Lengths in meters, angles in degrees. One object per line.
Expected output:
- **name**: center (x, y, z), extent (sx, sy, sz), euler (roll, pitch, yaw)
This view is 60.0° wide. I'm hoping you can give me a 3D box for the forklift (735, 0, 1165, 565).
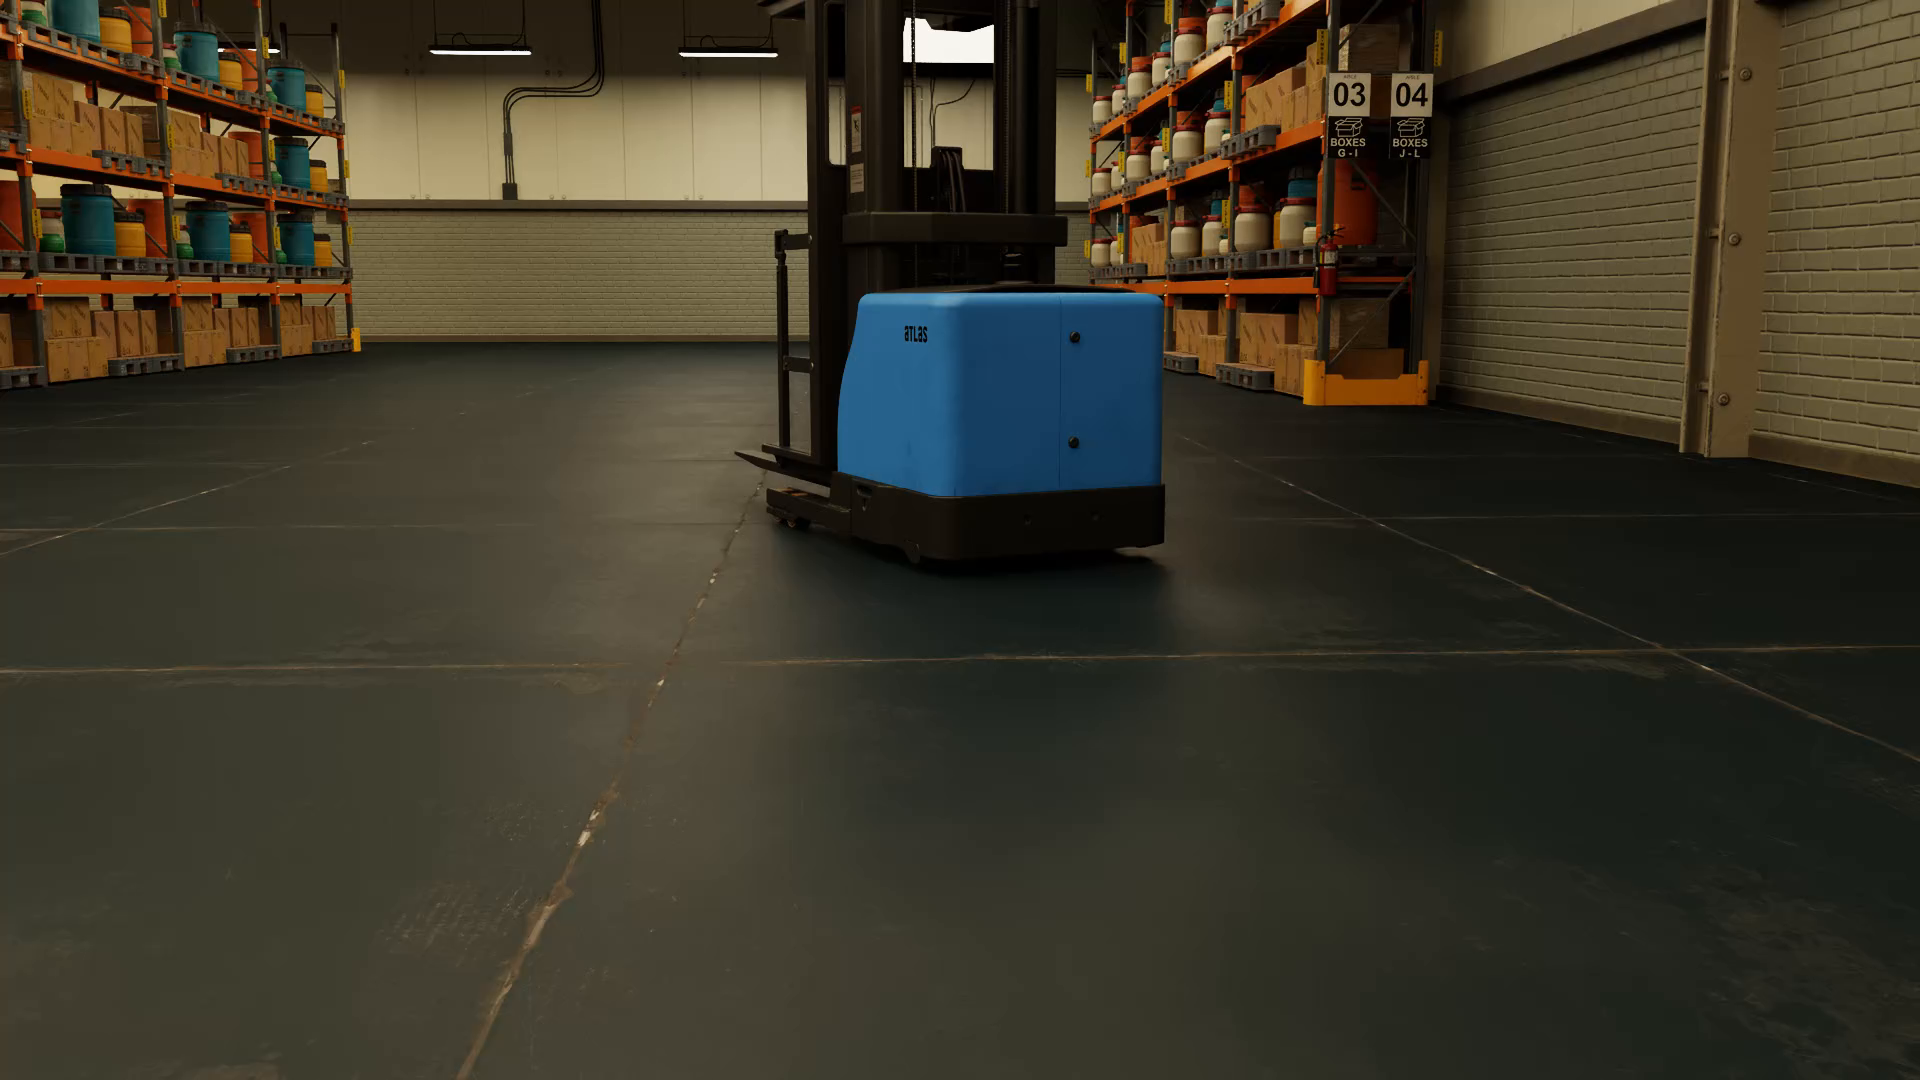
- **forklift**: center (-0.264, -1.530, 7.637), extent (1.130, 2.935, 3.031), euler (-4, 9, -25)
